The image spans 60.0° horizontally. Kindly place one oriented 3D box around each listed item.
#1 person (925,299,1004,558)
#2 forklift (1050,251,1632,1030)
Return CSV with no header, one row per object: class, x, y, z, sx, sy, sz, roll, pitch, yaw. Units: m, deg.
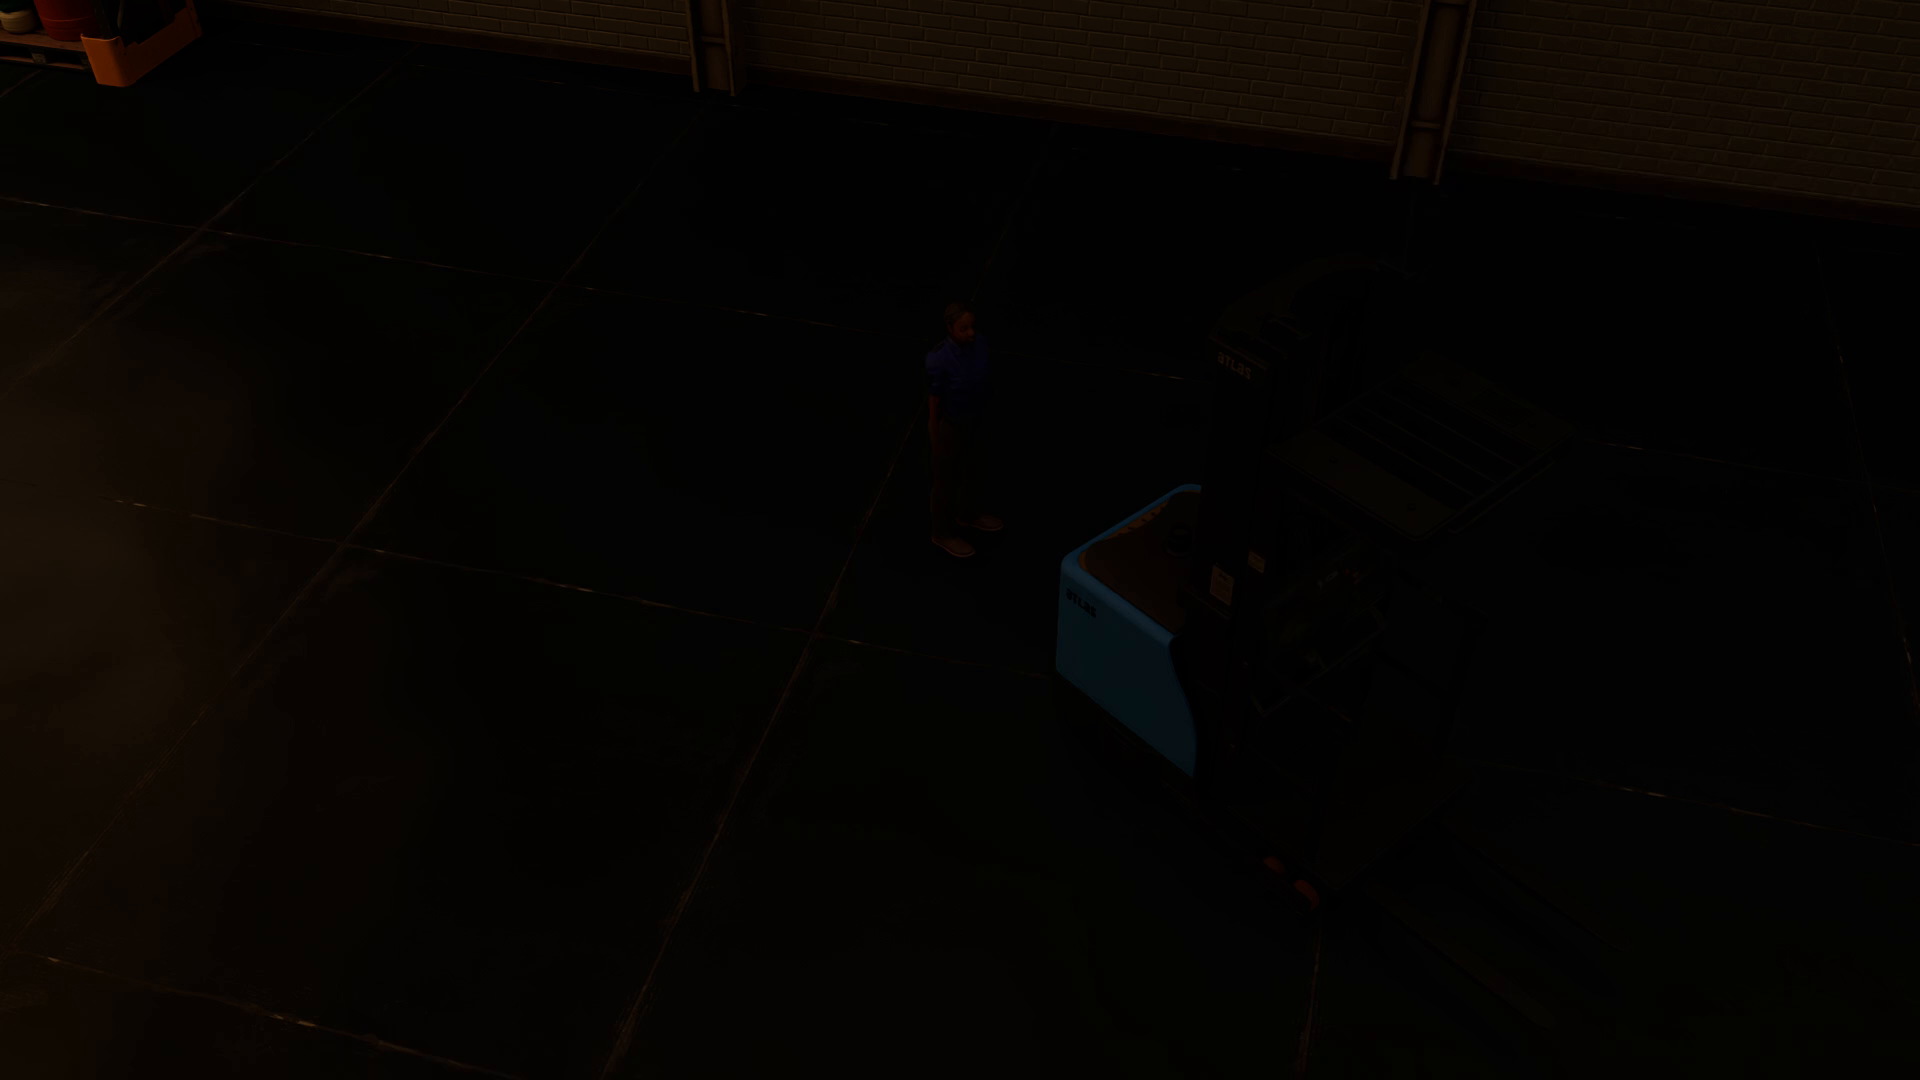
person,0.040,-0.648,9.513,0.466,1.659,0.345,-30,49,-29
forklift,1.838,0.320,7.496,1.130,2.935,3.031,-30,49,-30
